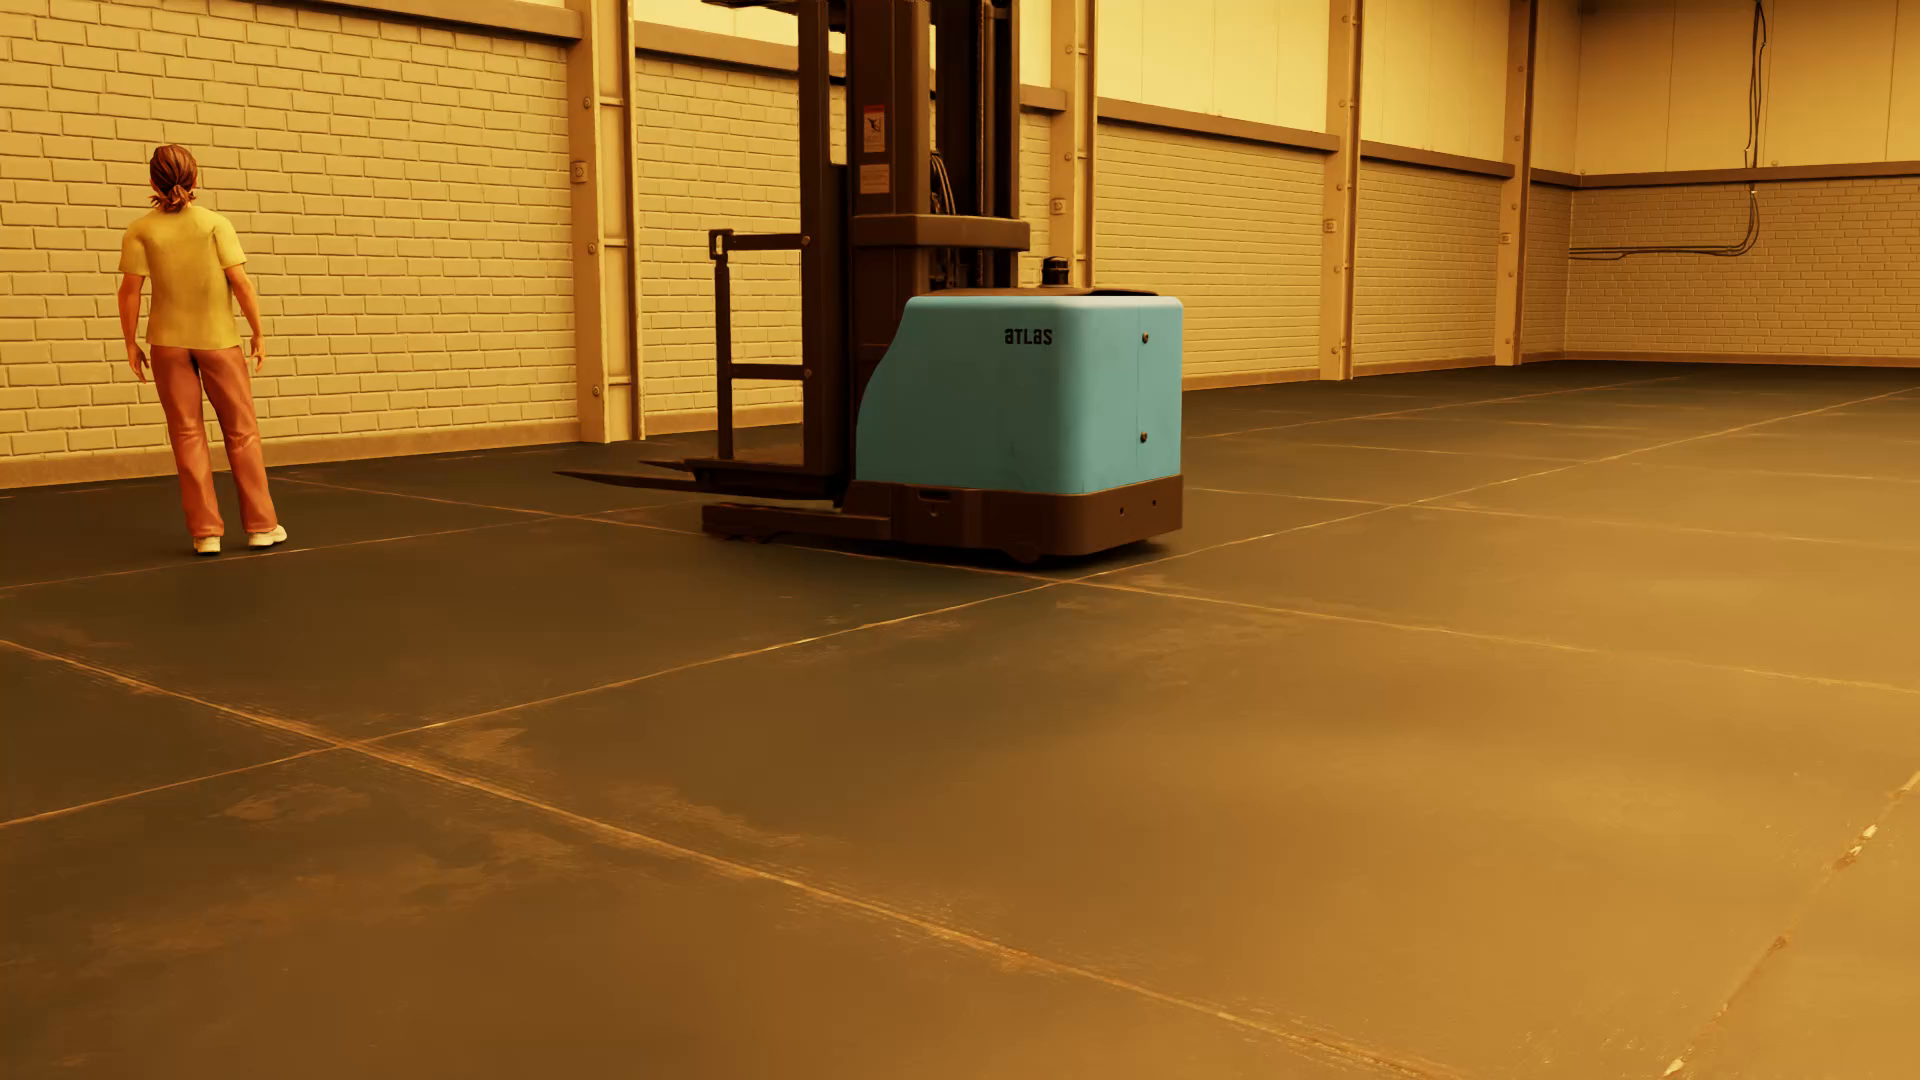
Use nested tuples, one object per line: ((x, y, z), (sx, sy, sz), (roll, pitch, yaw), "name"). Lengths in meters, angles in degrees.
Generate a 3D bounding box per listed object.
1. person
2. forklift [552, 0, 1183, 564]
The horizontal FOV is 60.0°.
((-3.175, -0.787, 6.946), (0.552, 1.673, 0.549), (-3, 9, -17), "person")
((-0.549, -1.491, 7.474), (3.031, 2.935, 1.130), (5, 10, 32), "forklift")
